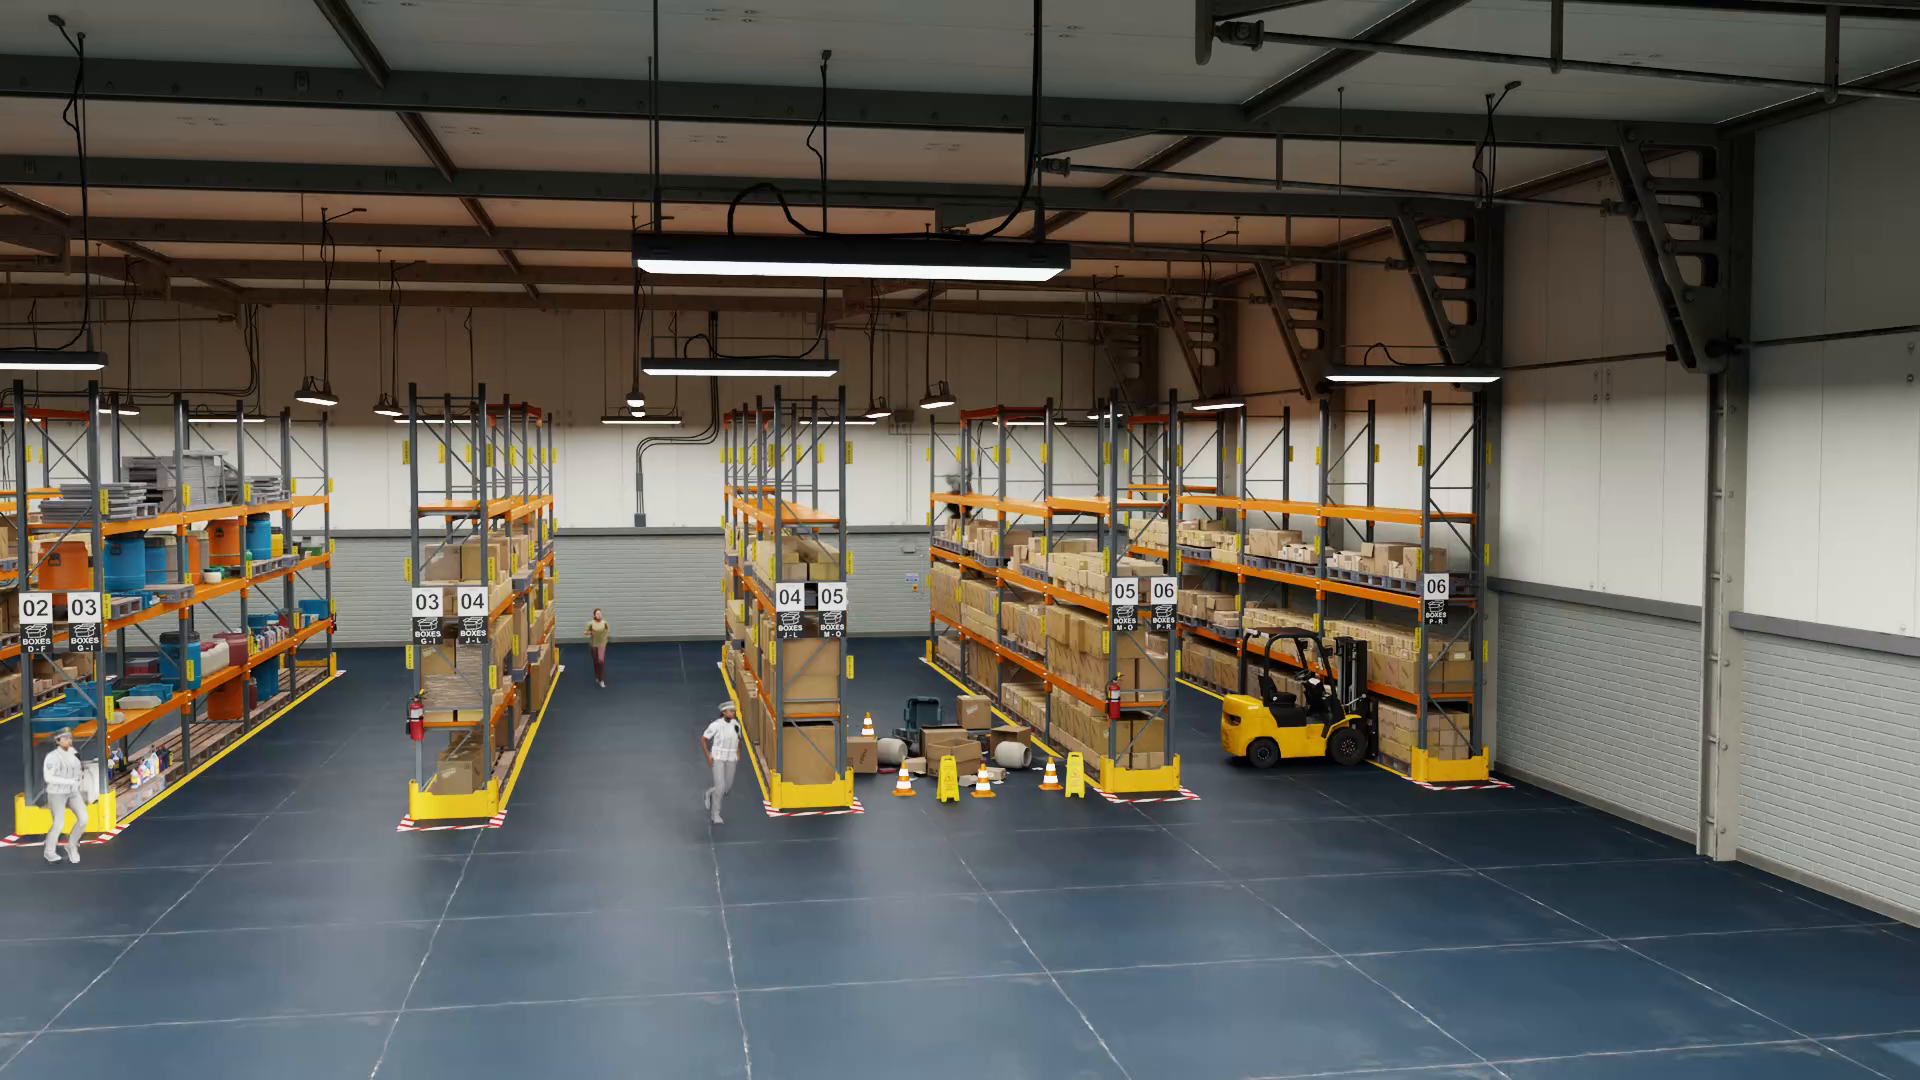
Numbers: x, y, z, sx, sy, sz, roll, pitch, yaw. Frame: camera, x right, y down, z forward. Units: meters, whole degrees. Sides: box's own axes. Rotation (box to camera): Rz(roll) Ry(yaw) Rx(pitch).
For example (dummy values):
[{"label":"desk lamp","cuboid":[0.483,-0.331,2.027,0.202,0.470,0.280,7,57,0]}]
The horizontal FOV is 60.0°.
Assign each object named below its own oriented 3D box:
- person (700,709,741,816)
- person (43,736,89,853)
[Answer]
[{"label":"person","cuboid":[-3.274,3.003,22.943,0.614,1.511,0.576,-2,4,-37]},{"label":"person","cuboid":[-10.990,3.084,20.422,0.567,1.535,0.638,1,3,22]}]
